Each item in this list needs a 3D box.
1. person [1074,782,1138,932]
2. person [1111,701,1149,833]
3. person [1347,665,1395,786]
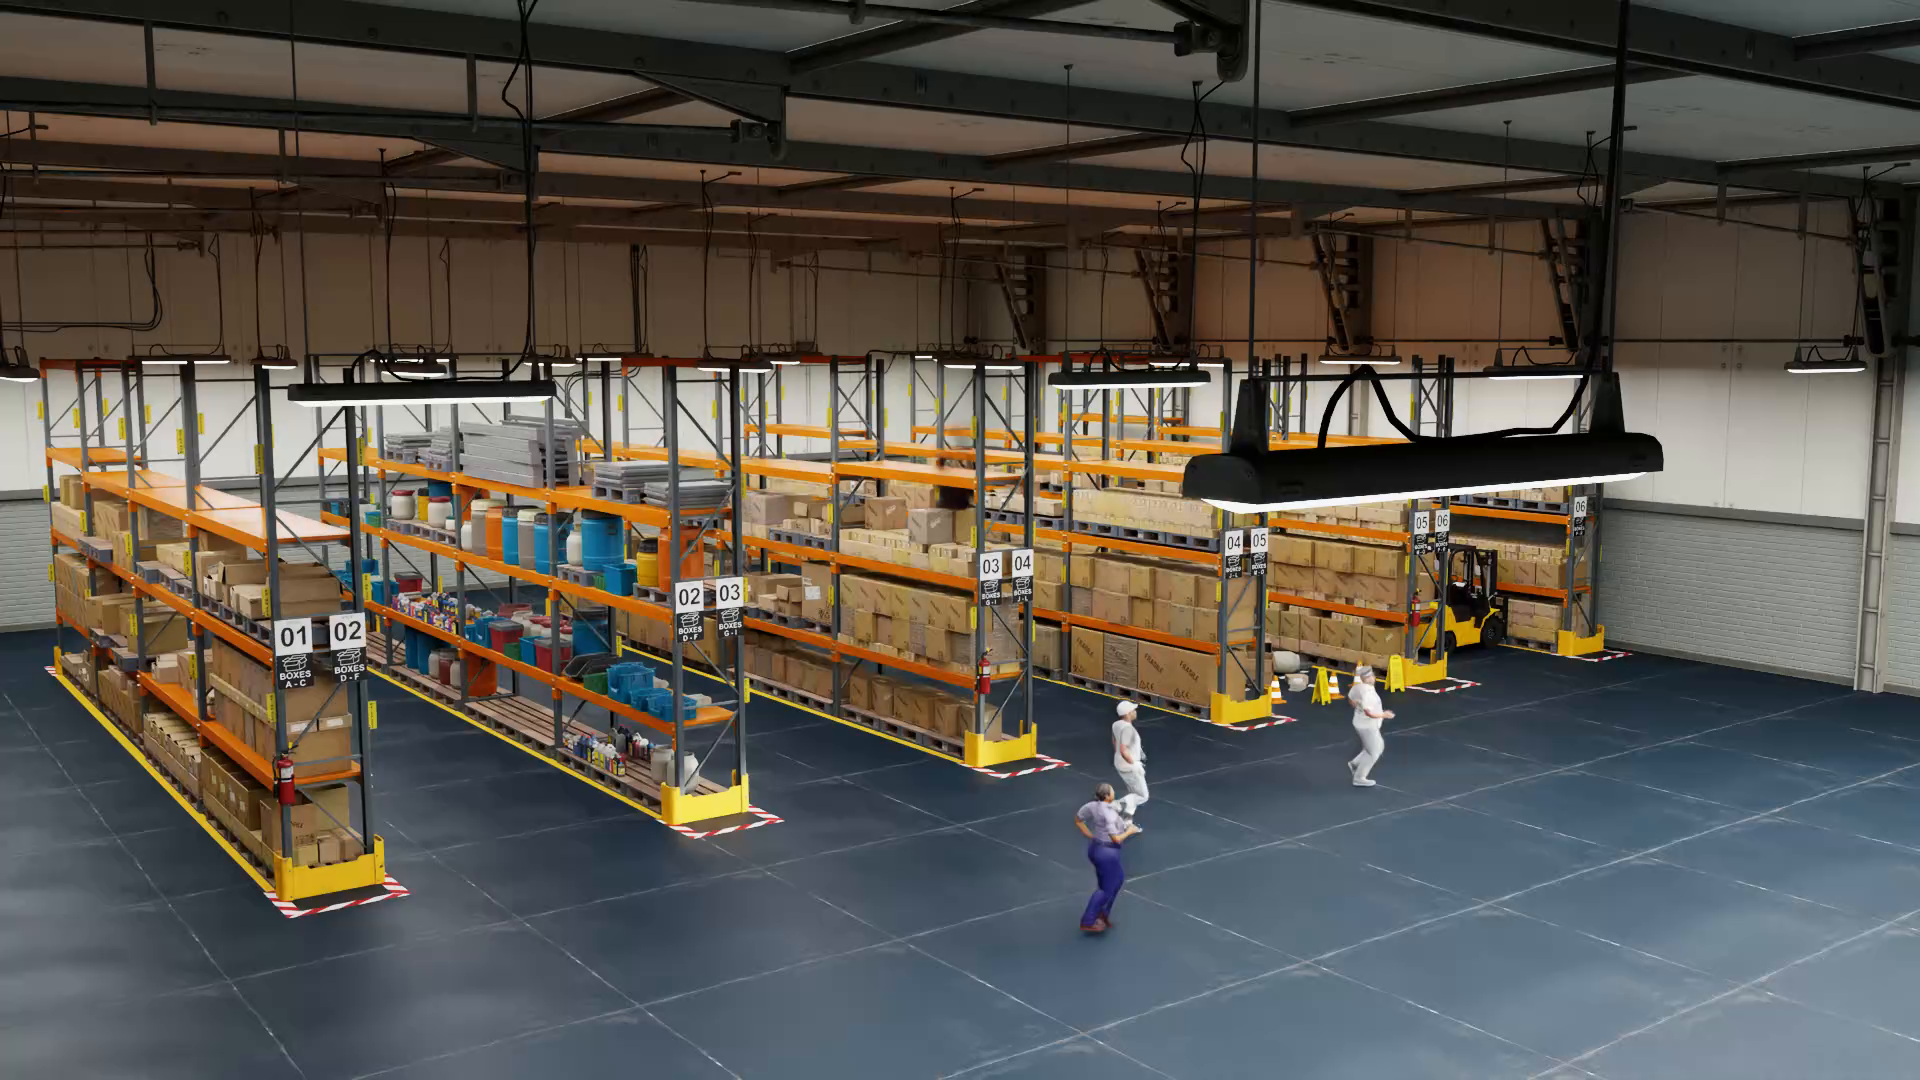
[{"bbox_3d":[1.573,3.399,17.799,0.660,1.676,0.586,-2,7,-19],"label":"person"},{"bbox_3d":[2.135,2.916,21.338,0.601,1.738,0.658,-1,7,-11],"label":"person"},{"bbox_3d":[5.854,2.626,23.649,0.595,1.737,0.652,0,7,1],"label":"person"}]
